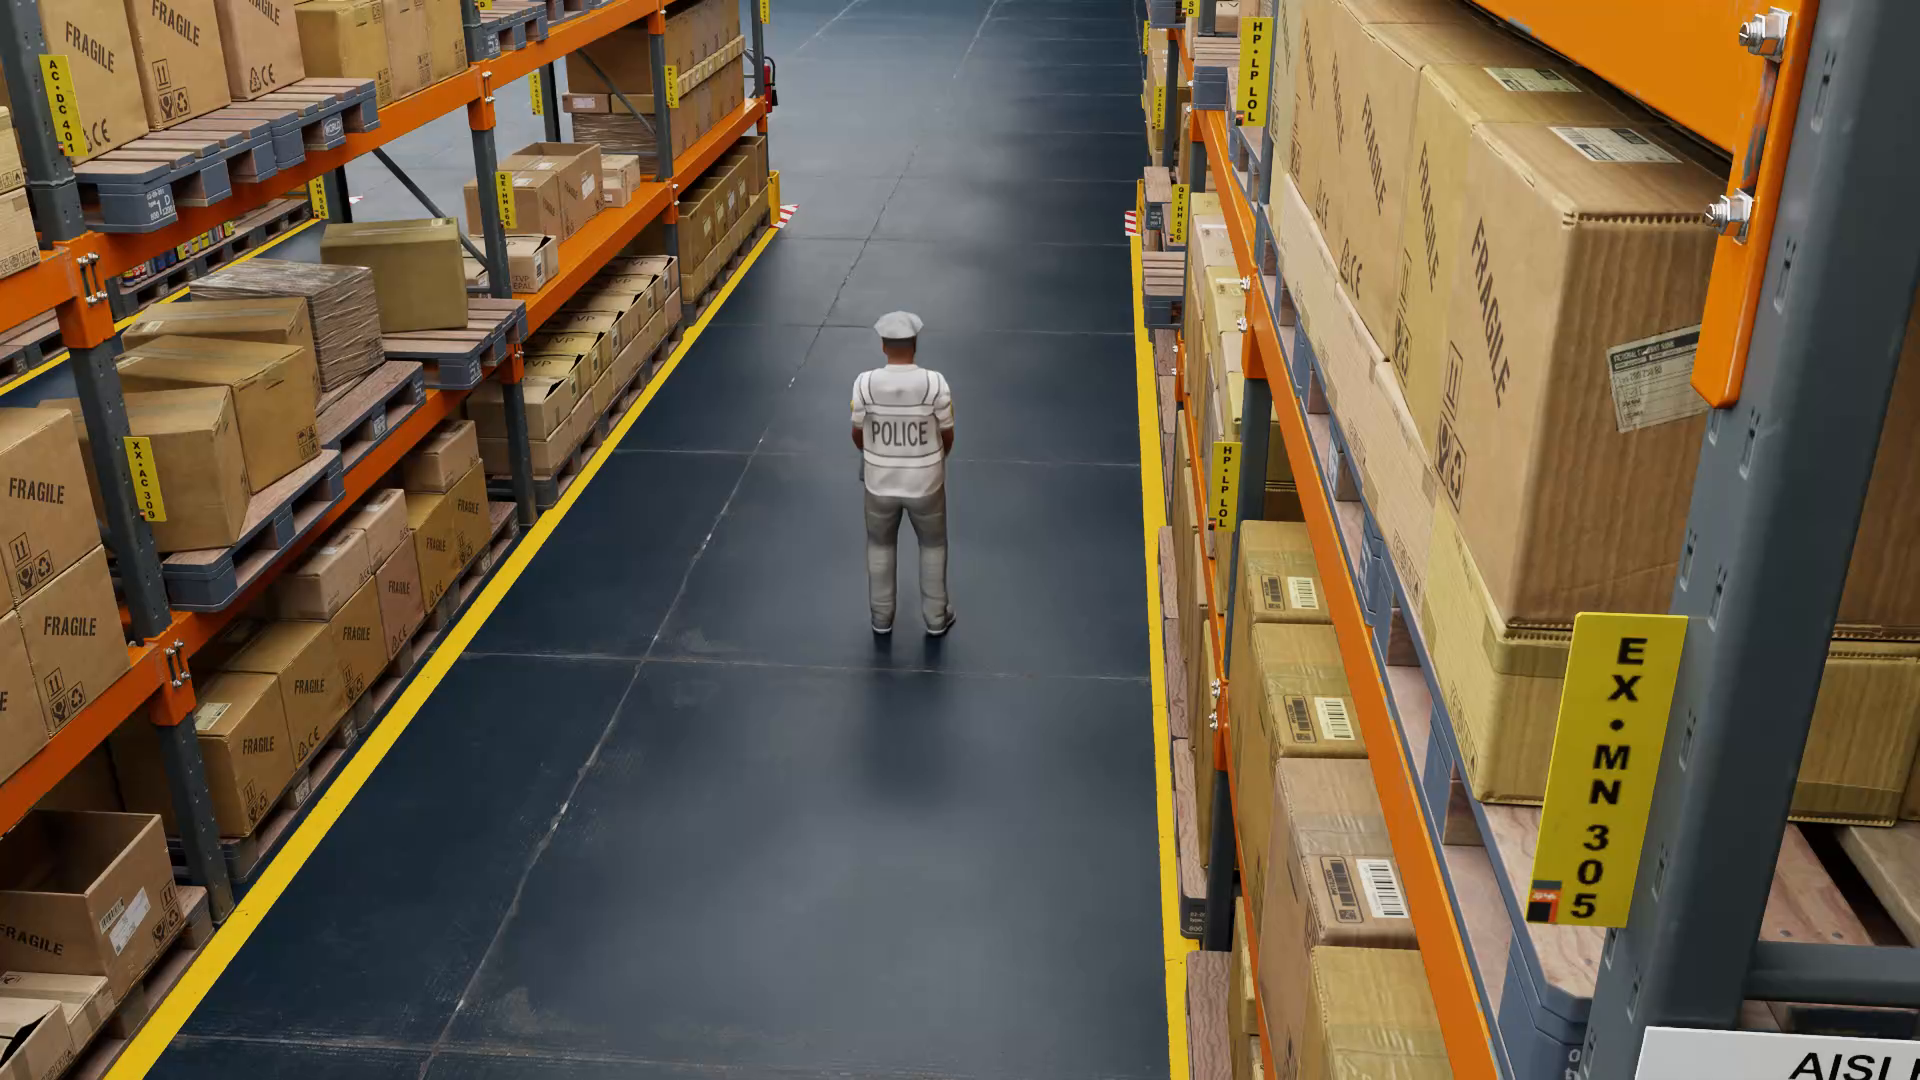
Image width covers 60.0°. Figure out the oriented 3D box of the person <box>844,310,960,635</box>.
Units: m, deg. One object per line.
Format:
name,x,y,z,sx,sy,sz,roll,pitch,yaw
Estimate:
person,-0.308,-0.318,8.794,0.602,1.750,0.434,1,24,2
